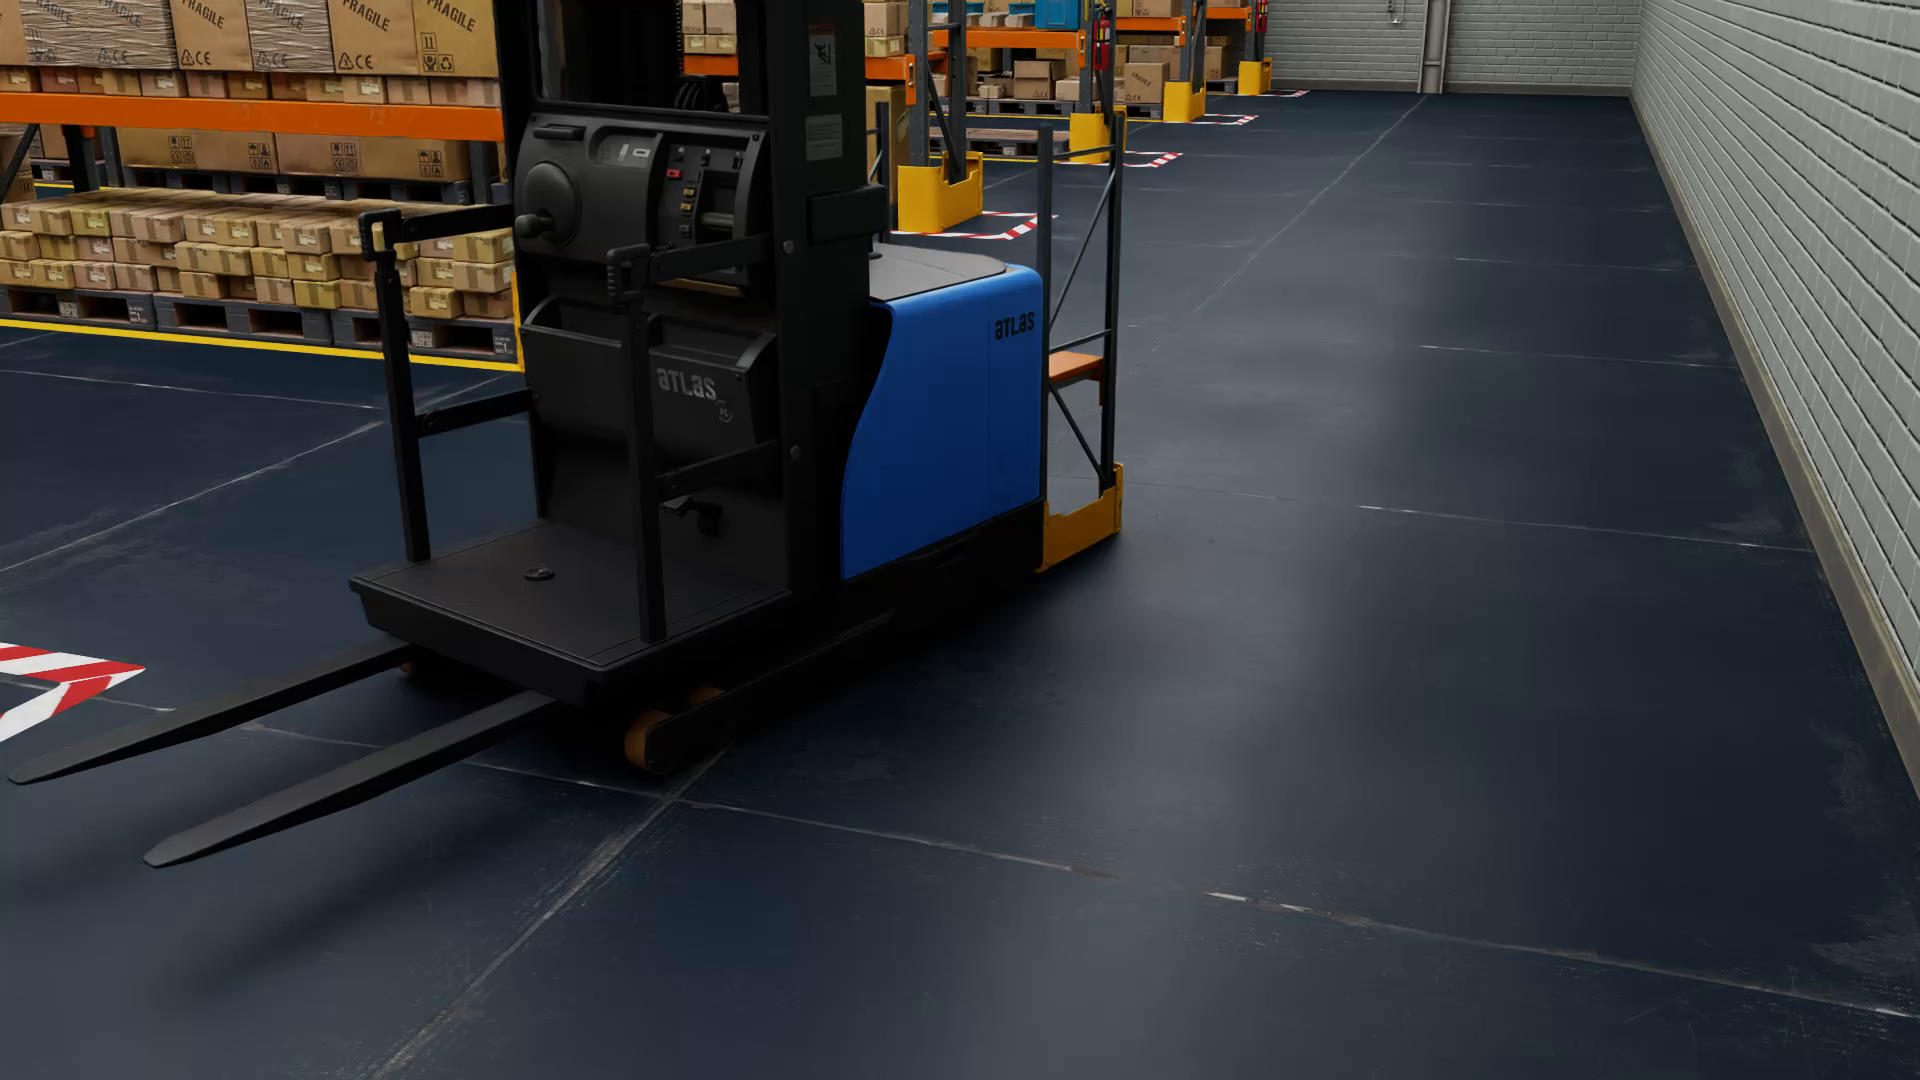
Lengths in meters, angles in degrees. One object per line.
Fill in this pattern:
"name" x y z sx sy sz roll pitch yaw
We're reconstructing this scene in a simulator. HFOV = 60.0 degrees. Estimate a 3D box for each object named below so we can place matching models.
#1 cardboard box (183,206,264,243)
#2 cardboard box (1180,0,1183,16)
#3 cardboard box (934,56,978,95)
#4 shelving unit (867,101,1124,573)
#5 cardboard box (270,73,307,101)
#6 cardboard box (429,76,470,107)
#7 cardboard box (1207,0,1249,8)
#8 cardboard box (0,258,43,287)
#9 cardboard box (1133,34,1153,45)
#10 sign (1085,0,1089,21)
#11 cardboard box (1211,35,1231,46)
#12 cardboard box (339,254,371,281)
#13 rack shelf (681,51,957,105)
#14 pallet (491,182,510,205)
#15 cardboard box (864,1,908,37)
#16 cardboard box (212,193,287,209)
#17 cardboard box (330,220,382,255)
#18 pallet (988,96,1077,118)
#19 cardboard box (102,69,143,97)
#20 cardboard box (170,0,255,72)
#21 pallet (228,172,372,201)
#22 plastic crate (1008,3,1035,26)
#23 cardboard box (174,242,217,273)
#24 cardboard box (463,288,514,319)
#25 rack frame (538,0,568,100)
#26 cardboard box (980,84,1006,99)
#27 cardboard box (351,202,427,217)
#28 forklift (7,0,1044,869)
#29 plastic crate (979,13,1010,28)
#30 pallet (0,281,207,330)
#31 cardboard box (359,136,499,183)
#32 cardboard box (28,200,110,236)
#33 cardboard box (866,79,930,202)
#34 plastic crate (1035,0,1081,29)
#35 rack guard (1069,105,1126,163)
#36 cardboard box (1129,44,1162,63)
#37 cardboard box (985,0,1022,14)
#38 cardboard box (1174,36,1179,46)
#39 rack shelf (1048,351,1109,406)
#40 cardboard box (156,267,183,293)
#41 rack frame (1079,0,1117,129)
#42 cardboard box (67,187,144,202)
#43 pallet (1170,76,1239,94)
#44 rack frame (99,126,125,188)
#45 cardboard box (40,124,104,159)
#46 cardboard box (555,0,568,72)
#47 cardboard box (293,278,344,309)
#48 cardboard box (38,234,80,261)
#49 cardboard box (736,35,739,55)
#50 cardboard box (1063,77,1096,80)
"cardboard box" -4.167 -1.790 9.444 0.250 0.149 0.380 6 20 16
"cardboard box" 2.751 -7.253 22.174 0.500 0.500 0.500 7 20 19
"cardboard box" -0.063 -6.562 23.472 0.500 0.500 0.500 7 20 18
"shelving unit" -0.001 -0.774 6.018 1.083 1.500 0.587 13 23 33
"cardboard box" -3.482 -2.460 8.958 0.250 0.149 0.380 6 20 16
"cardboard box" -2.517 -2.332 8.590 0.250 0.149 0.380 6 20 18
"cardboard box" 4.221 -8.810 26.337 0.700 0.700 0.980 7 21 21
"cardboard box" -5.434 -1.610 9.830 0.250 0.149 0.380 6 20 16
"cardboard box" 2.997 -8.170 27.131 0.250 0.149 0.380 7 20 19
"sign" 1.290 -5.440 16.878 0.005 0.325 0.100 7 20 18
"cardboard box" 4.196 -8.034 26.740 0.250 0.149 0.380 7 20 18
"cardboard box" -3.198 -1.542 9.184 0.250 0.149 0.380 6 20 17
"rack shelf" -2.060 -3.872 13.721 4.000 0.370 1.077 7 20 18
"pallet" -3.256 -3.005 14.375 1.213 0.211 1.003 7 20 18
"cardboard box" -0.715 -4.035 12.872 0.500 0.250 0.500 6 20 17
"cardboard box" -4.253 -1.979 9.987 0.250 0.149 0.380 6 20 15
"cardboard box" -3.206 -1.657 9.063 0.250 0.149 0.380 6 20 16
"pallet" 1.110 -5.985 22.926 1.213 0.211 1.003 7 20 18
"cardboard box" -4.503 -2.550 9.215 0.250 0.149 0.380 7 20 19
"cardboard box" -3.837 -2.787 8.910 0.500 0.500 0.500 8 21 21
"pallet" -5.859 -3.302 15.229 1.213 0.211 1.003 7 20 18
"plastic crate" 0.708 -5.685 17.992 0.300 0.233 0.416 7 20 18
"cardboard box" -4.201 -1.622 9.414 0.250 0.149 0.380 6 20 18
"cardboard box" -2.459 -1.309 8.967 0.250 0.149 0.380 7 20 19
"rack frame" -1.894 -2.465 8.590 0.127 3.000 1.000 7 20 18
"cardboard box" 0.451 -6.175 22.869 0.250 0.166 0.380 7 20 18
"cardboard box" -3.293 -1.853 9.625 0.250 0.149 0.380 7 21 20
"forklift" -1.014 -0.957 4.368 1.130 2.935 3.031 14 24 35
"plastic crate" 0.356 -5.507 17.628 0.243 0.136 0.396 7 20 18
"pallet" -5.026 -1.518 10.111 1.213 0.211 1.003 7 20 18
"cardboard box" -4.560 -3.686 14.683 0.875 0.875 1.225 7 20 18
"cardboard box" -5.174 -1.880 9.701 0.250 0.149 0.380 8 21 21
"cardboard box" -0.801 -3.235 13.390 0.875 0.875 0.875 7 20 18
"plastic crate" 1.077 -5.559 17.322 0.499 0.435 0.616 7 20 18
"rack guard" 1.482 -4.357 17.816 0.348 0.500 1.175 7 20 18
"cardboard box" 3.064 -7.787 27.018 0.500 0.500 0.700 6 20 16
"cardboard box" 0.654 -7.306 22.327 0.500 0.500 0.500 6 20 18
"cardboard box" 3.589 -7.970 26.556 0.250 0.149 0.380 7 20 20
"rack shelf" -0.009 -0.606 6.082 1.000 0.185 0.538 13 23 33
"cardboard box" -4.409 -1.540 9.630 0.250 0.149 0.380 6 20 16
"rack frame" 1.455 -5.536 17.400 0.127 3.000 1.000 7 20 18
"cardboard box" -5.251 -2.072 10.253 0.250 0.149 0.380 7 20 20
"pallet" 3.925 -7.361 26.874 1.213 0.211 1.003 7 20 18
"rack frame" -7.728 -4.860 15.461 0.127 3.000 1.000 7 20 18
"cardboard box" -8.367 -3.954 15.990 0.500 0.500 0.700 5 20 15
"cardboard box" -2.227 -2.787 8.910 0.500 0.500 0.500 8 21 21
"cardboard box" -3.456 -1.391 9.203 0.250 0.149 0.380 6 20 16
"cardboard box" -5.166 -1.751 9.784 0.250 0.149 0.380 7 20 18
"cardboard box" -1.580 -3.923 13.156 0.250 0.149 0.380 6 20 17
"cardboard box" 1.719 -6.240 22.929 0.500 0.250 0.500 7 20 18
